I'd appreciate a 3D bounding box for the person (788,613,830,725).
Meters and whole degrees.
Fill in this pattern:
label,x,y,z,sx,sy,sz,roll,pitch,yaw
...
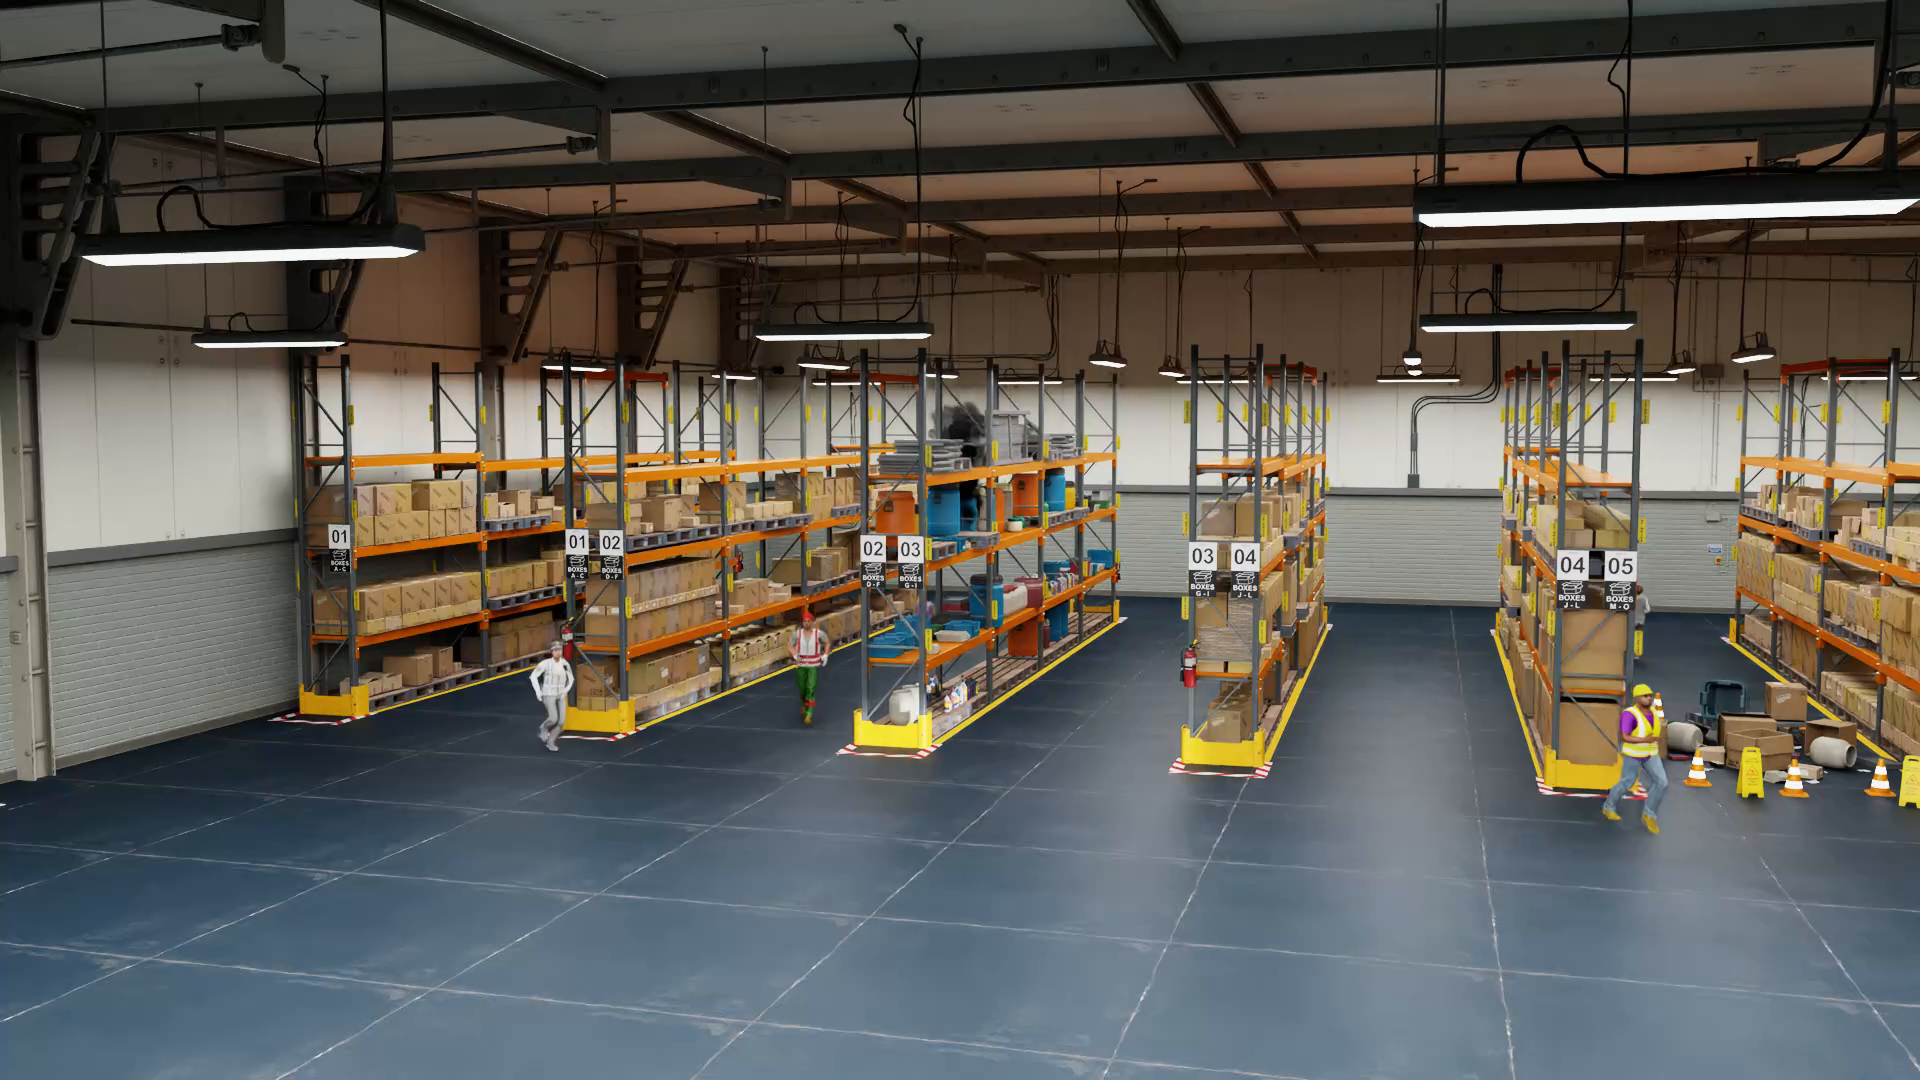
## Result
label,x,y,z,sx,sy,sz,roll,pitch,yaw
person,-2.475,2.074,27.228,0.686,1.792,0.839,0,4,2

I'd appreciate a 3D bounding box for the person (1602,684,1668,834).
label,x,y,z,sx,sy,sz,roll,pitch,yaw
person,8.208,2.621,20.072,0.709,1.800,0.889,-1,5,-19

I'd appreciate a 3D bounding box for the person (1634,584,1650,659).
label,x,y,z,sx,sy,sz,roll,pitch,yaw
person,13.857,1.666,34.112,0.529,1.554,0.549,0,4,5

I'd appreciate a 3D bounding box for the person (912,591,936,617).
label,x,y,z,sx,sy,sz,roll,pitch,yaw
person,-0.720,1.760,32.914,0.534,1.547,0.565,1,4,17

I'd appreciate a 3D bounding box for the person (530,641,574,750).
label,x,y,z,sx,sy,sz,roll,pitch,yaw
person,-6.070,2.325,24.876,0.636,1.652,0.511,-3,5,-38
